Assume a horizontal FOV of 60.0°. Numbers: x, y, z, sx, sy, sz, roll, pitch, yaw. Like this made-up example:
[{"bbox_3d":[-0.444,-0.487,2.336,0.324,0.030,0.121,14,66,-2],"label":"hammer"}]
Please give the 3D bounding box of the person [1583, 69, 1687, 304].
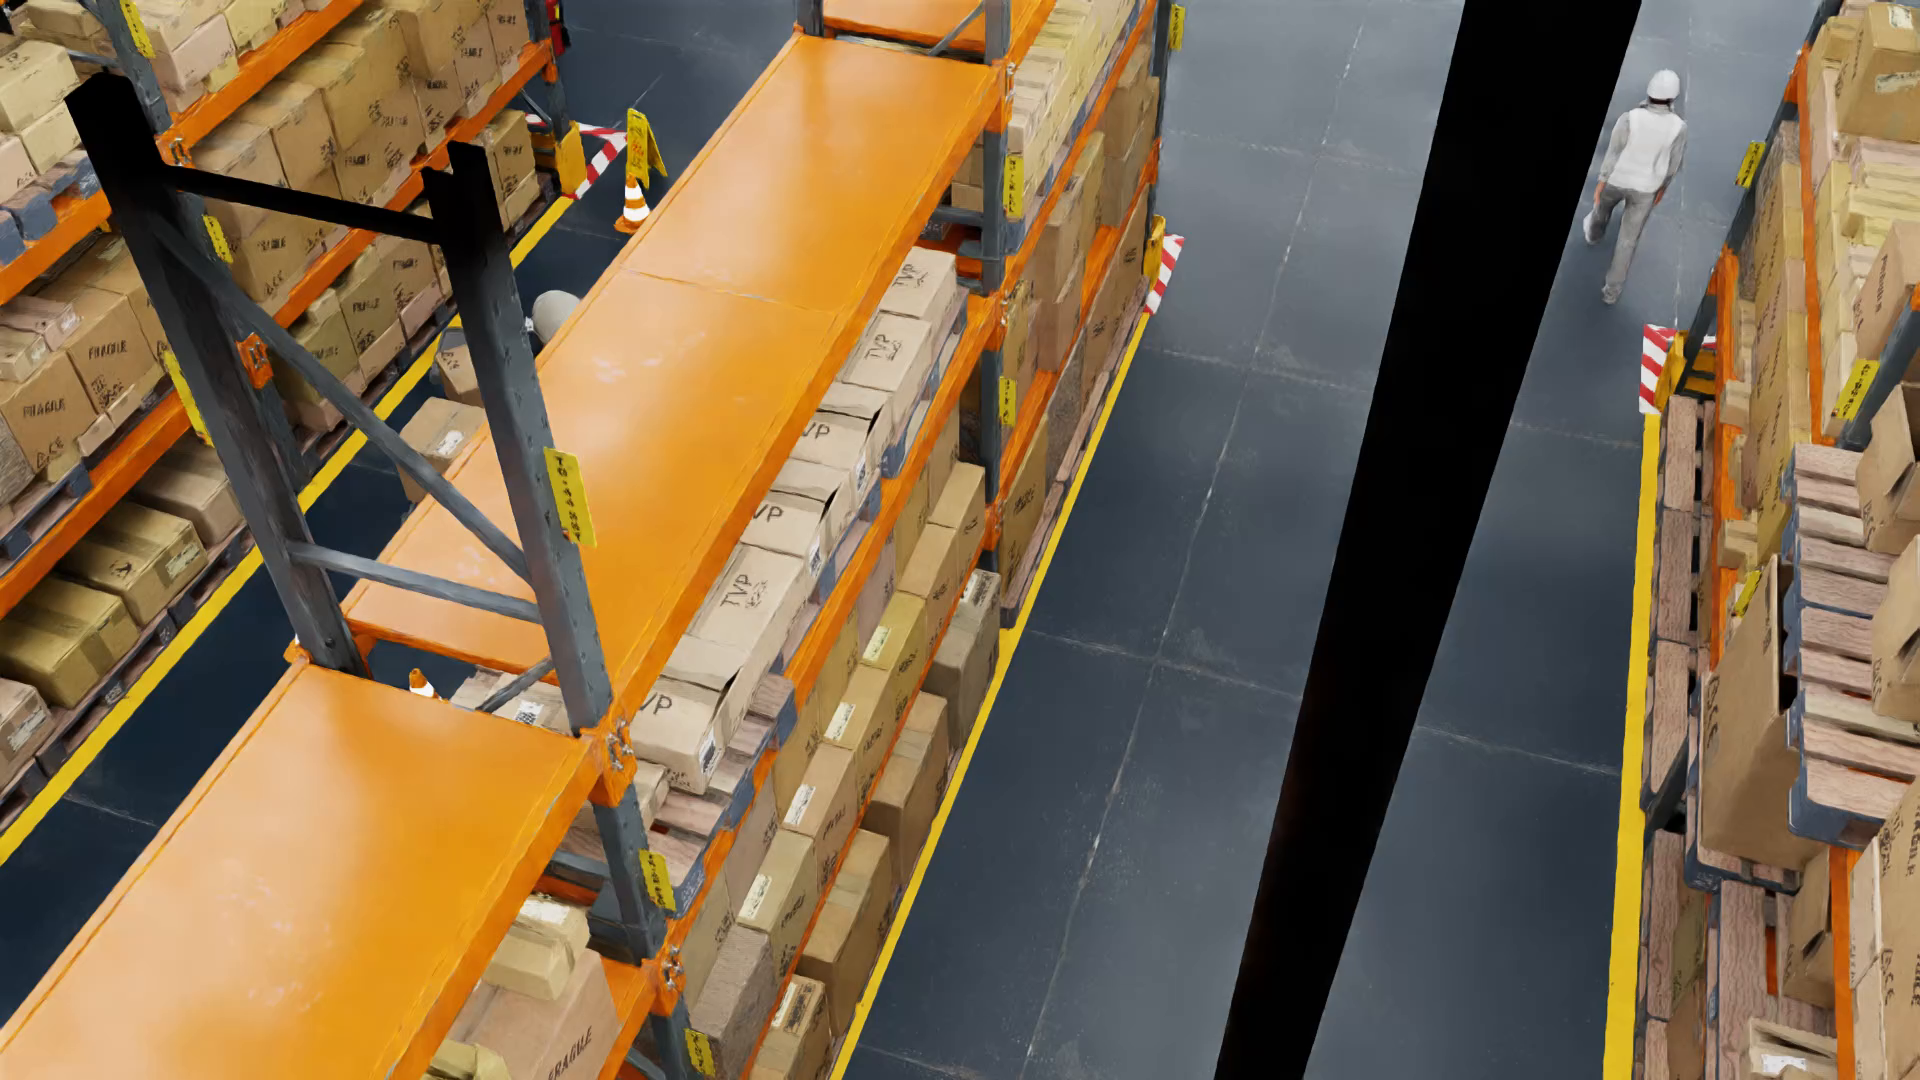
[{"bbox_3d":[5.135,-2.765,12.636,0.543,1.700,1.115,15,48,14],"label":"person"}]
